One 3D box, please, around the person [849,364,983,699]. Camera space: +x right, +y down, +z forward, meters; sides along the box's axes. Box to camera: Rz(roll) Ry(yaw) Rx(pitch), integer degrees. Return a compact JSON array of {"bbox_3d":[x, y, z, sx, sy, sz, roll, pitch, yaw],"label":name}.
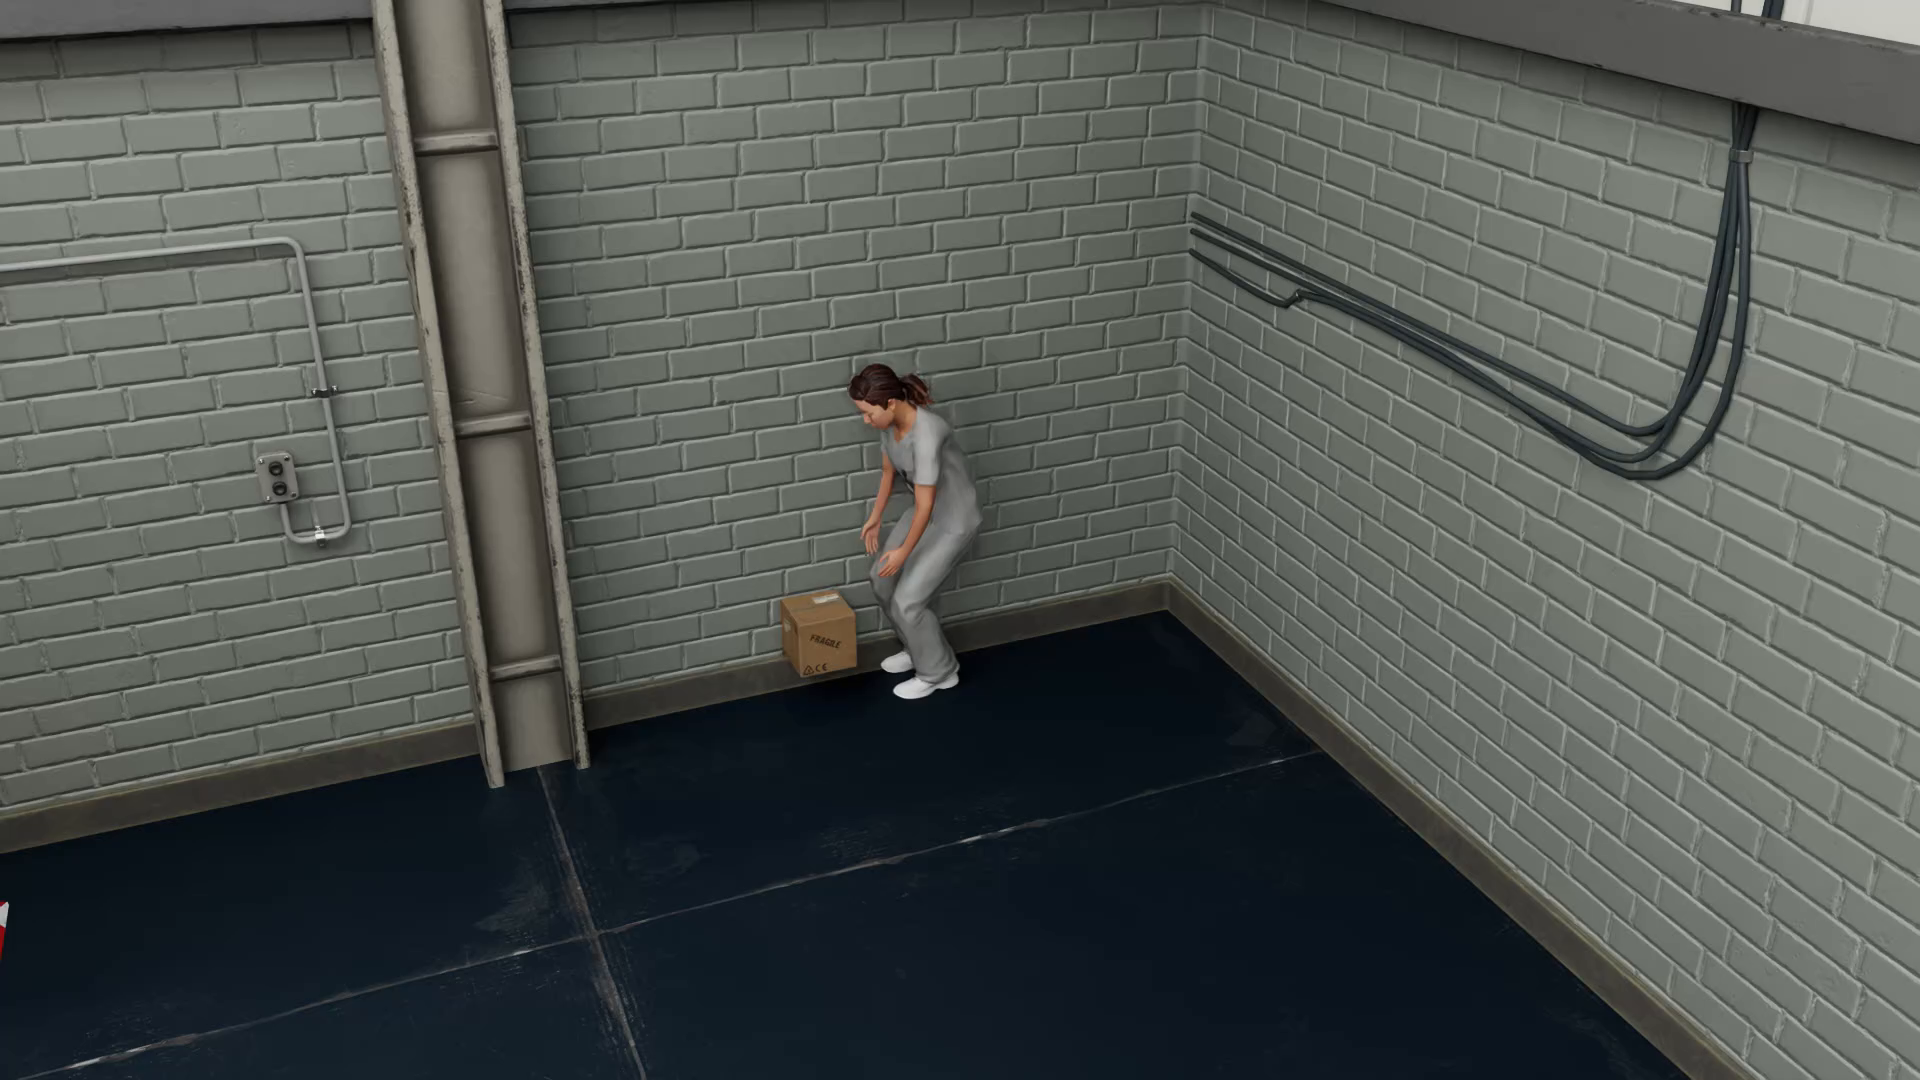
[{"bbox_3d":[-0.177,-0.049,6.932,0.554,1.493,0.486,-10,28,-20],"label":"person"}]
